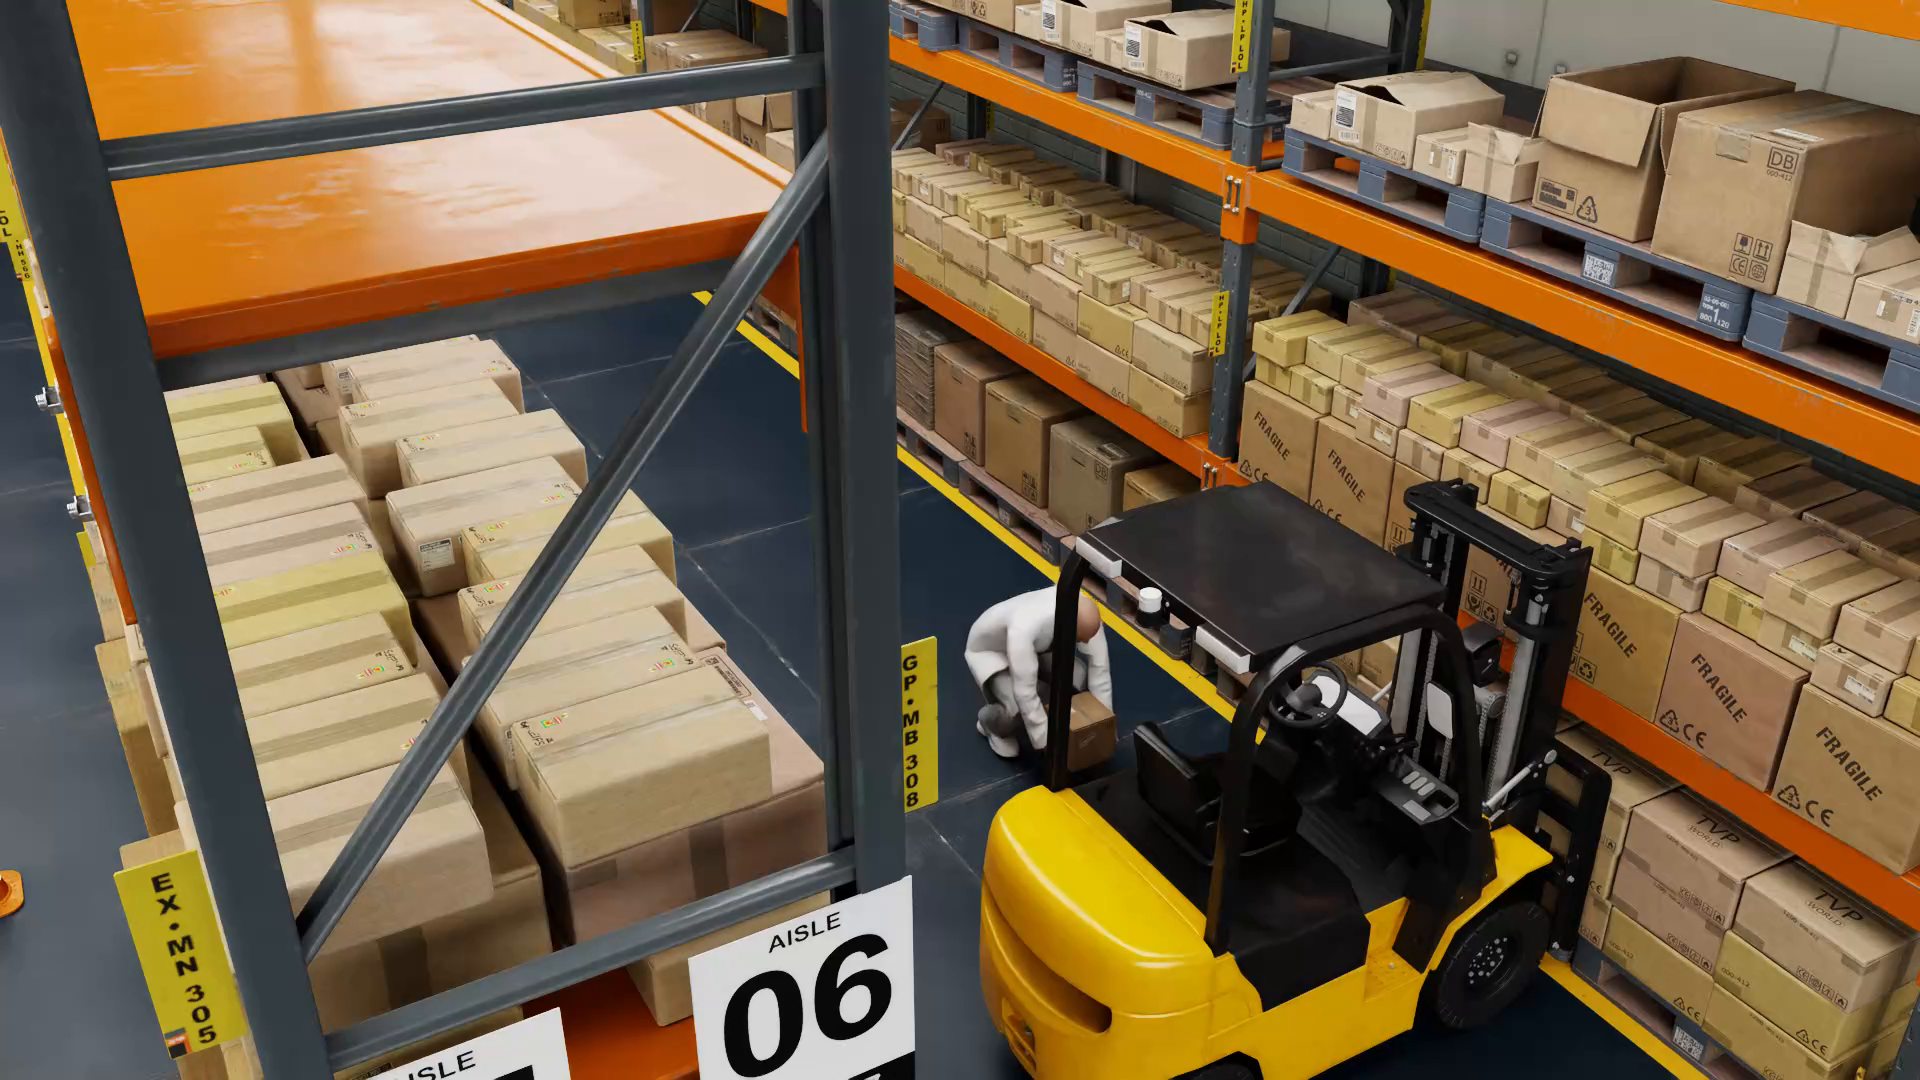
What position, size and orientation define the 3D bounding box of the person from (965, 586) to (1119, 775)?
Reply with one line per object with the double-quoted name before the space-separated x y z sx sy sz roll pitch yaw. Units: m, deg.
"person" 0.400 0.628 8.264 0.613 0.986 0.910 -16 32 -26
